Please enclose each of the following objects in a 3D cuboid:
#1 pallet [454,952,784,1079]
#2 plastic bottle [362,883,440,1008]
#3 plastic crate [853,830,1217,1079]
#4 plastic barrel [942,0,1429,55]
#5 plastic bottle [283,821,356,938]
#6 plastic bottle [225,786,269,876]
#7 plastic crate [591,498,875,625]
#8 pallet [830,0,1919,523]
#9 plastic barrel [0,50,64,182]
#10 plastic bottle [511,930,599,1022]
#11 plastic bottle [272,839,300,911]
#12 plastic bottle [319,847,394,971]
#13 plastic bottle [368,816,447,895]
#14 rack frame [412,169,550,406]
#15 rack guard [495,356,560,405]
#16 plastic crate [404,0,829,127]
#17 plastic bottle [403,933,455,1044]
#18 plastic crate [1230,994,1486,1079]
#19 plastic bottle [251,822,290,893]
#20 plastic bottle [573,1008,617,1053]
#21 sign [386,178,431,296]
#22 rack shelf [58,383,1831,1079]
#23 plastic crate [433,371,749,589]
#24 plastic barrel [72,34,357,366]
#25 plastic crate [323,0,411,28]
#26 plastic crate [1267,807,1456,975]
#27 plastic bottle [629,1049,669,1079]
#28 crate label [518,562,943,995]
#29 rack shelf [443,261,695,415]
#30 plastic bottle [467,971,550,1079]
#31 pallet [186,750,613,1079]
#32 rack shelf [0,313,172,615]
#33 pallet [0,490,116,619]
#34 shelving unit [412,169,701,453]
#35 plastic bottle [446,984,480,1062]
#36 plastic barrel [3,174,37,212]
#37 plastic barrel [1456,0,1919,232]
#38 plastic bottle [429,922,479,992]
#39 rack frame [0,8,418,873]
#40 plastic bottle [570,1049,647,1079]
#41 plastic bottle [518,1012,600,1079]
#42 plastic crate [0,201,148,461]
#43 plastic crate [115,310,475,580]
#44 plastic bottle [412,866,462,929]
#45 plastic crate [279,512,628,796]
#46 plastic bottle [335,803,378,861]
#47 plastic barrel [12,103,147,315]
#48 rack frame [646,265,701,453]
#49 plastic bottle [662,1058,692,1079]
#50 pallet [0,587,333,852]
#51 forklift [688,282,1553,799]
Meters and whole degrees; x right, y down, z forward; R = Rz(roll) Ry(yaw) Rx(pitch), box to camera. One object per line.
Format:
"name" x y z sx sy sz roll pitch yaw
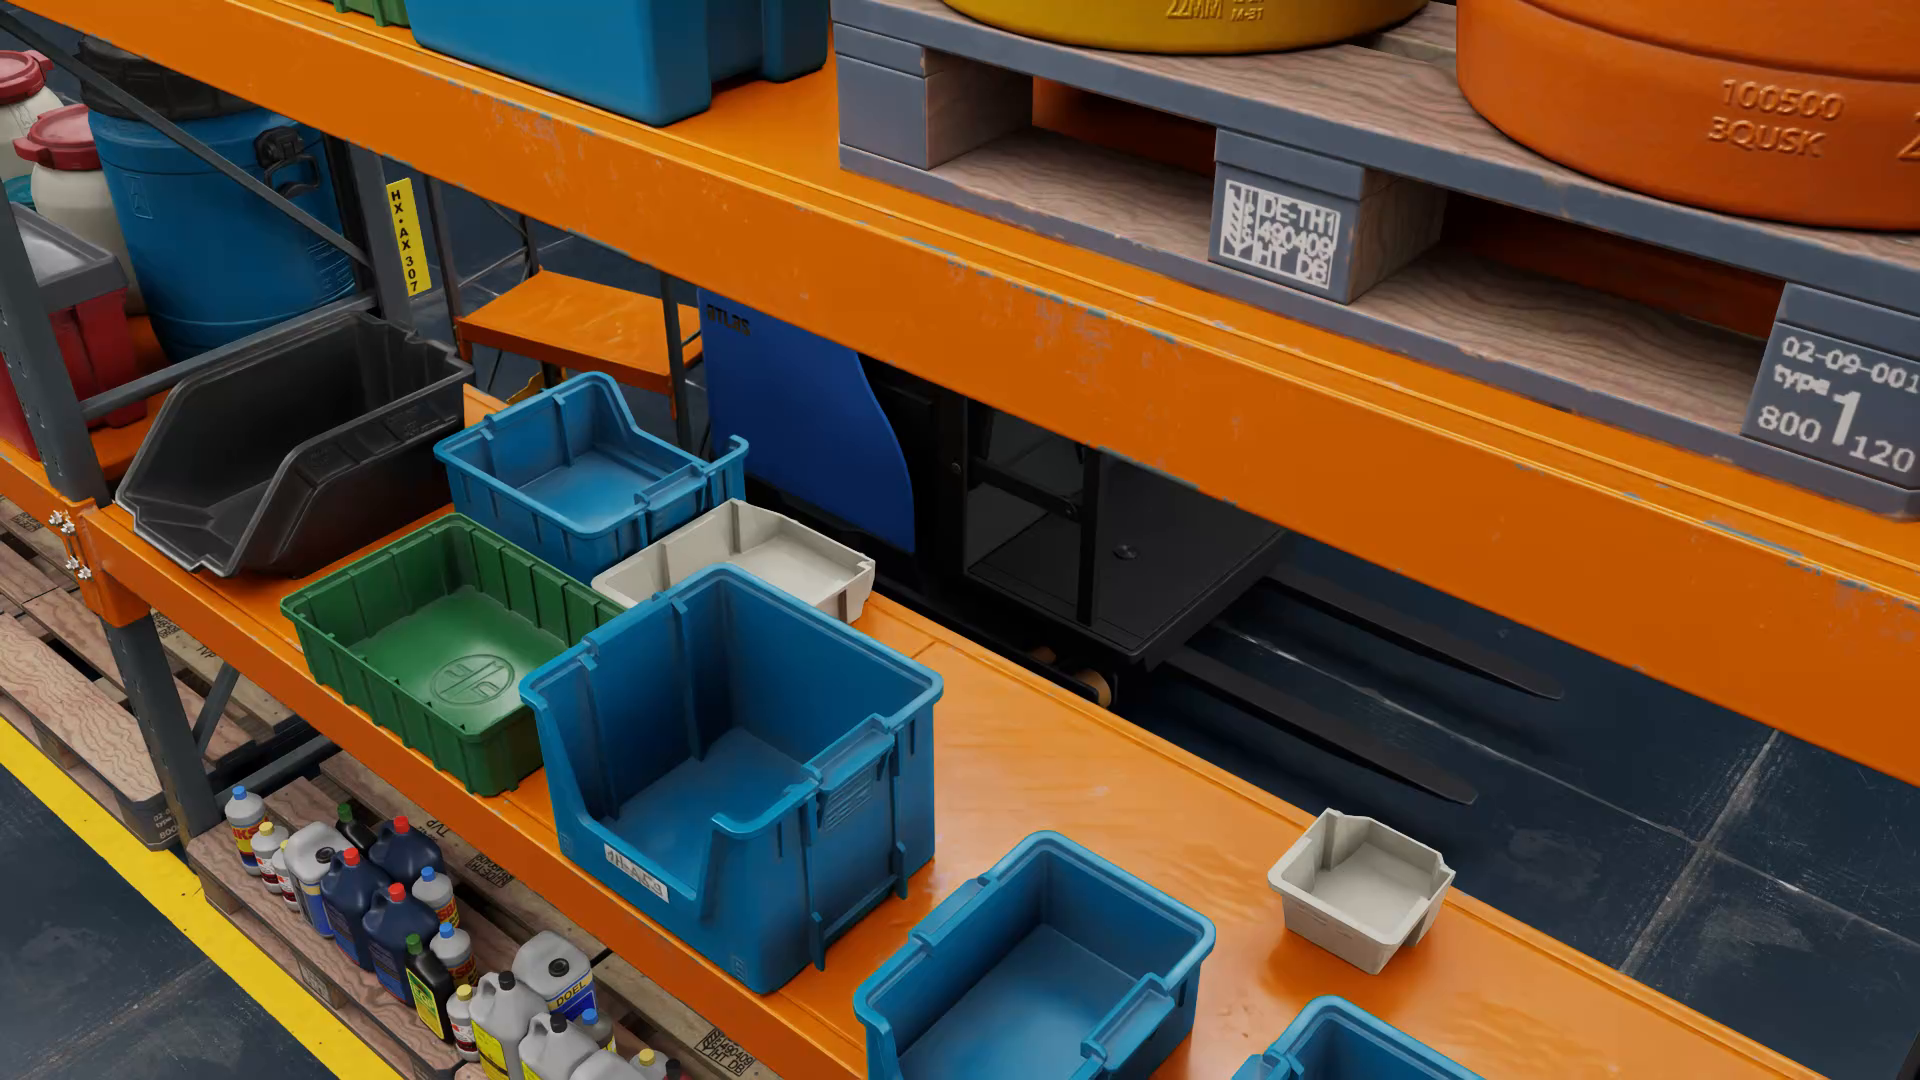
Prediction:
"pallet" -0.449 1.378 4.056 1.213 0.211 1.003 25 42 32
"plastic bottle" -1.381 0.978 4.128 0.185 0.351 0.144 23 41 30
"plastic crate" 0.122 0.747 2.644 0.408 0.251 0.499 25 42 32
"plastic barrel" 0.236 -0.870 1.681 0.600 0.588 0.600 0 34 0
"plastic bottle" -1.650 0.878 4.338 0.135 0.276 0.152 27 43 33
"plastic bottle" -1.916 0.775 4.493 0.097 0.271 0.097 0 34 0
"plastic crate" -0.471 0.112 3.670 0.437 0.136 0.530 25 42 32
"pallet" 0.620 -0.526 1.884 1.213 0.211 1.003 25 42 32
"plastic barrel" -3.039 -1.238 5.283 0.433 0.535 0.433 0 34 0
"plastic bottle" -0.978 1.089 4.032 0.135 0.276 0.152 25 42 32
"plastic bottle" -1.760 0.878 4.406 0.097 0.201 0.097 0 34 0
"plastic bottle" -1.526 0.909 4.228 0.185 0.351 0.144 26 42 33
"plastic bottle" -1.433 0.847 4.319 0.185 0.351 0.144 25 42 32
"rack frame" -1.862 -1.072 6.487 0.032 1.500 0.500 16 38 22
"rack guard" -1.861 -0.557 6.840 0.087 0.250 0.587 16 38 22
"plastic crate" -0.465 -0.815 2.152 0.575 0.384 0.392 25 42 32
"plastic bottle" -1.280 1.083 4.034 0.133 0.283 0.061 27 43 34
"plastic crate" 0.617 0.985 2.298 0.616 0.251 0.499 25 42 32
"plastic bottle" -1.838 0.841 4.459 0.097 0.201 0.097 0 34 0
"plastic bottle" -0.867 1.192 3.948 0.097 0.201 0.097 0 34 0
"sign" -1.520 -0.824 4.555 0.005 0.325 0.100 25 42 32
"rack shelf" -0.343 0.547 3.440 4.000 0.370 1.077 25 42 32
"plastic crate" -0.856 -0.130 3.921 0.616 0.251 0.499 25 42 32
"plastic barrel" -1.984 -0.953 4.545 0.708 0.901 0.600 25 42 32
"plastic crate" -0.842 -0.933 2.497 0.450 0.188 0.336 25 42 32
"plastic crate" 0.712 0.619 2.932 0.250 0.136 0.298 25 42 32
"plastic bottle" -0.716 1.258 3.852 0.097 0.201 0.097 0 34 0
"crate label" -0.394 0.411 2.971 0.616 0.435 0.502 25 42 32
"rack shelf" -1.410 -0.792 6.397 1.000 0.185 0.538 16 38 22
"plastic bottle" -1.054 1.132 3.904 0.185 0.351 0.144 25 42 31
"pallet" -1.391 0.937 4.700 1.213 0.211 1.003 25 42 32
"rack shelf" -3.418 -0.902 5.549 4.000 0.370 1.077 25 42 32
"pallet" -3.451 -0.034 6.113 1.213 0.211 1.003 25 42 32
"shelving unit" -1.419 -0.943 6.298 1.083 1.500 0.587 16 38 22
"plastic bottle" -1.178 1.152 4.006 0.097 0.201 0.097 0 34 0
"plastic barrel" -2.800 -0.963 5.125 0.301 0.262 0.301 0 34 0
"plastic barrel" 0.739 -0.733 1.267 0.708 0.830 0.600 25 42 32
"plastic bottle" -1.244 1.047 4.097 0.097 0.271 0.097 0 34 0
"rack frame" -1.881 -0.474 4.291 0.127 3.000 1.000 25 42 32
"plastic bottle" -0.781 1.288 3.742 0.135 0.276 0.152 24 41 31
"plastic bottle" -0.911 1.199 3.806 0.185 0.351 0.144 27 43 34
"plastic crate" -2.448 -0.543 4.334 0.583 0.464 0.402 25 42 32
"plastic crate" -1.560 -0.204 3.952 0.504 0.338 0.767 25 42 32
"plastic bottle" -1.337 0.942 4.250 0.097 0.271 0.097 0 34 0
"plastic crate" -1.018 0.228 3.456 0.662 0.188 0.450 25 42 32
"plastic bottle" -1.582 0.829 4.404 0.133 0.283 0.061 25 42 32
"plastic barrel" -2.475 -0.972 4.896 0.433 0.535 0.433 0 34 0
"rack frame" -0.958 -0.809 6.103 0.032 1.500 0.500 16 38 22
"plastic bottle" -0.607 1.289 3.735 0.133 0.283 0.061 25 42 32
"pallet" -2.509 0.408 5.470 1.213 0.211 1.003 25 42 32
"forklift" 0.482 -0.979 5.086 3.031 2.935 1.130 25 42 32
